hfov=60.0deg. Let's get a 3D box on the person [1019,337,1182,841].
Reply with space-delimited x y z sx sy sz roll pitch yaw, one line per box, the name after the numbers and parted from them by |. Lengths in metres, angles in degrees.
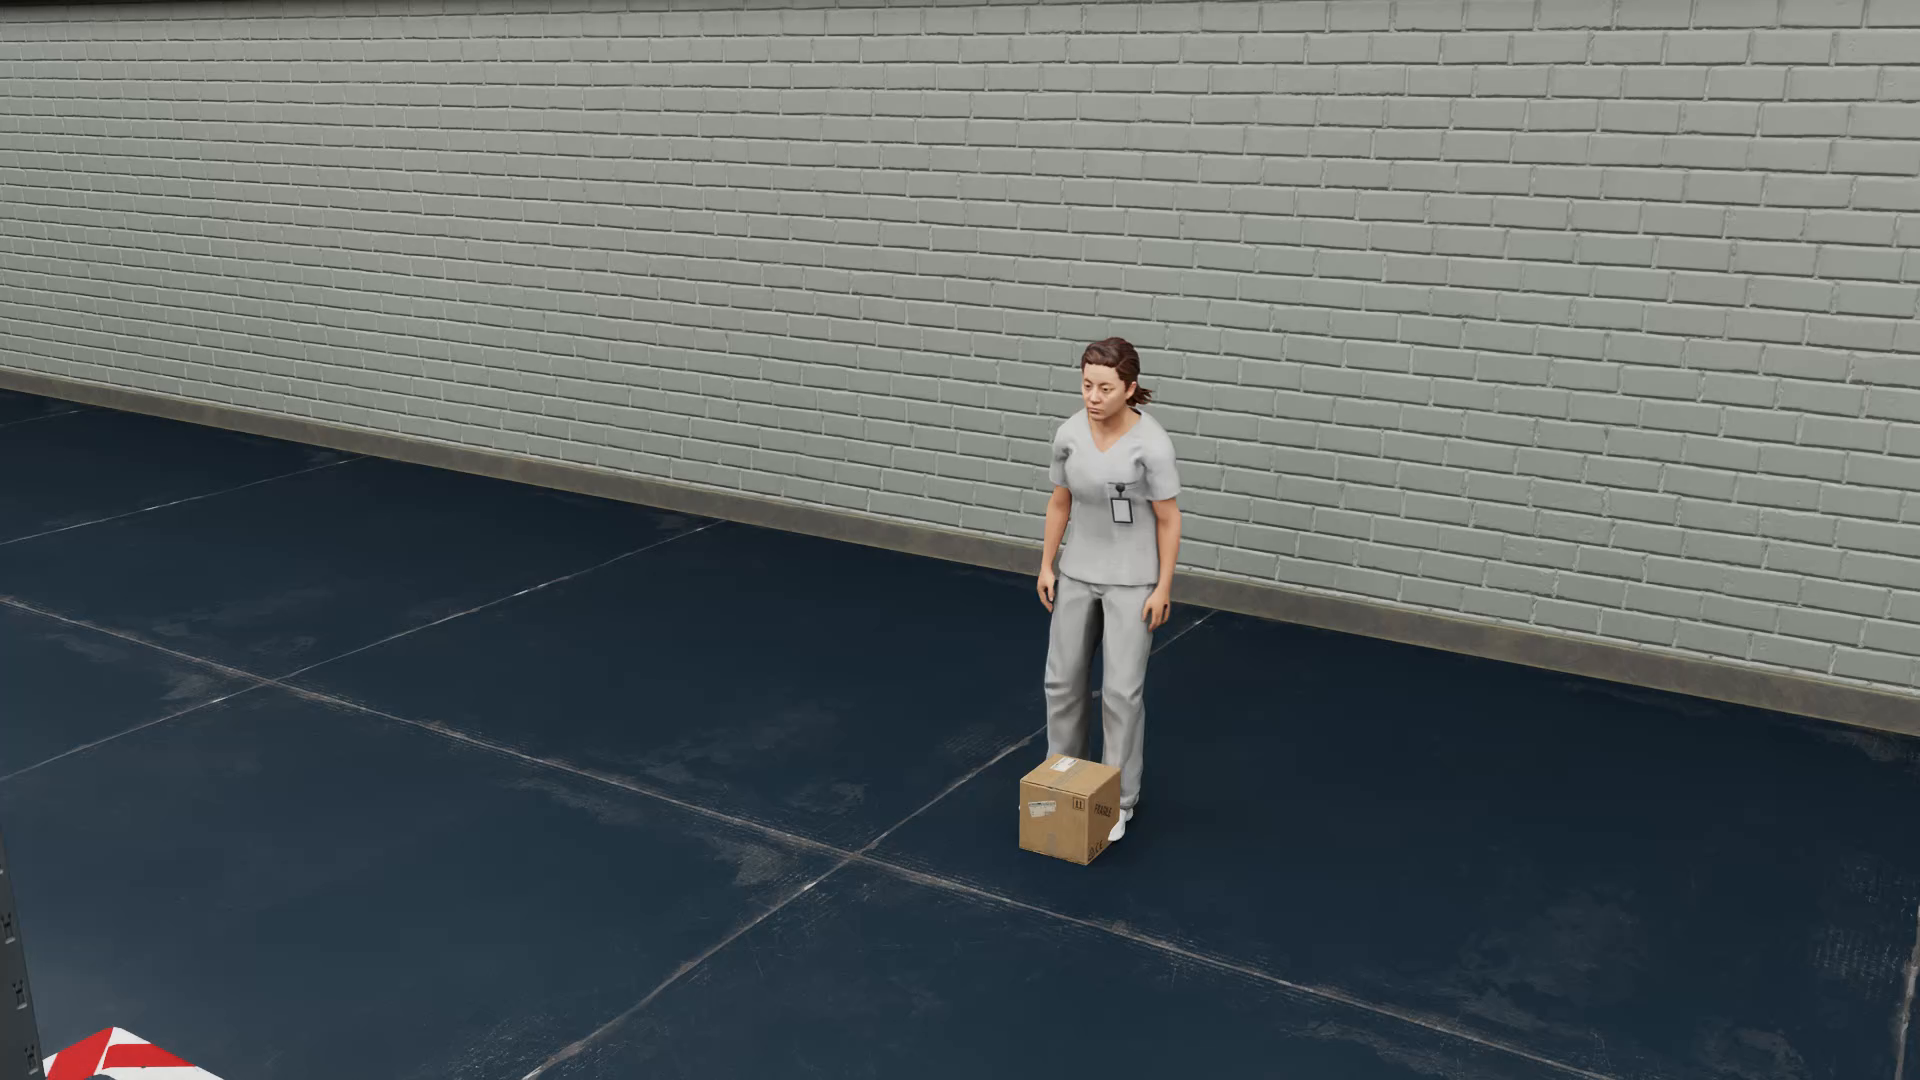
0.473 0.156 5.509 0.492 1.667 0.404 10 19 30 | person
